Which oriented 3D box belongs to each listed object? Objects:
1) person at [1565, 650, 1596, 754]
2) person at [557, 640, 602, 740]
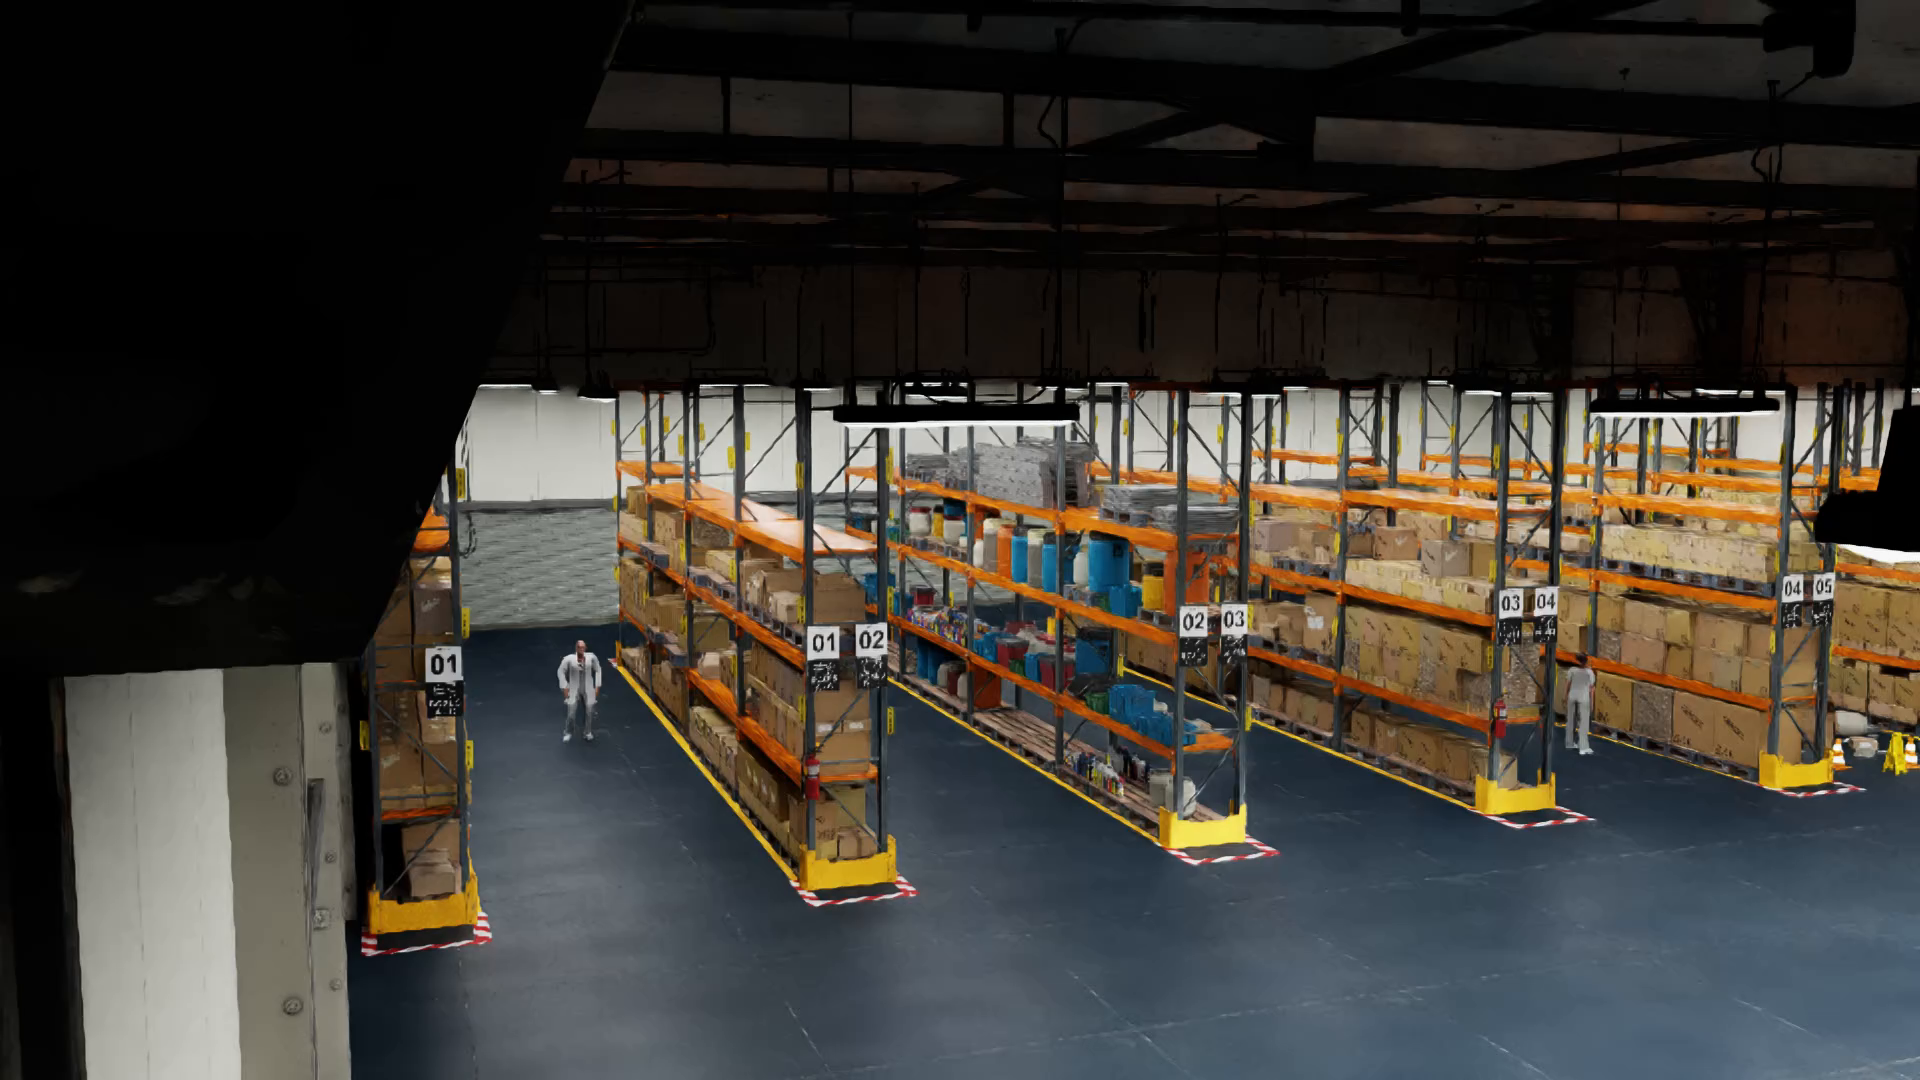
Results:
[{"bbox_3d":[10.108,2.631,27.098,0.496,1.660,0.440,5,8,39],"label":"person"},{"bbox_3d":[-6.400,2.518,27.989,0.729,1.733,0.546,-2,6,-21],"label":"person"}]
